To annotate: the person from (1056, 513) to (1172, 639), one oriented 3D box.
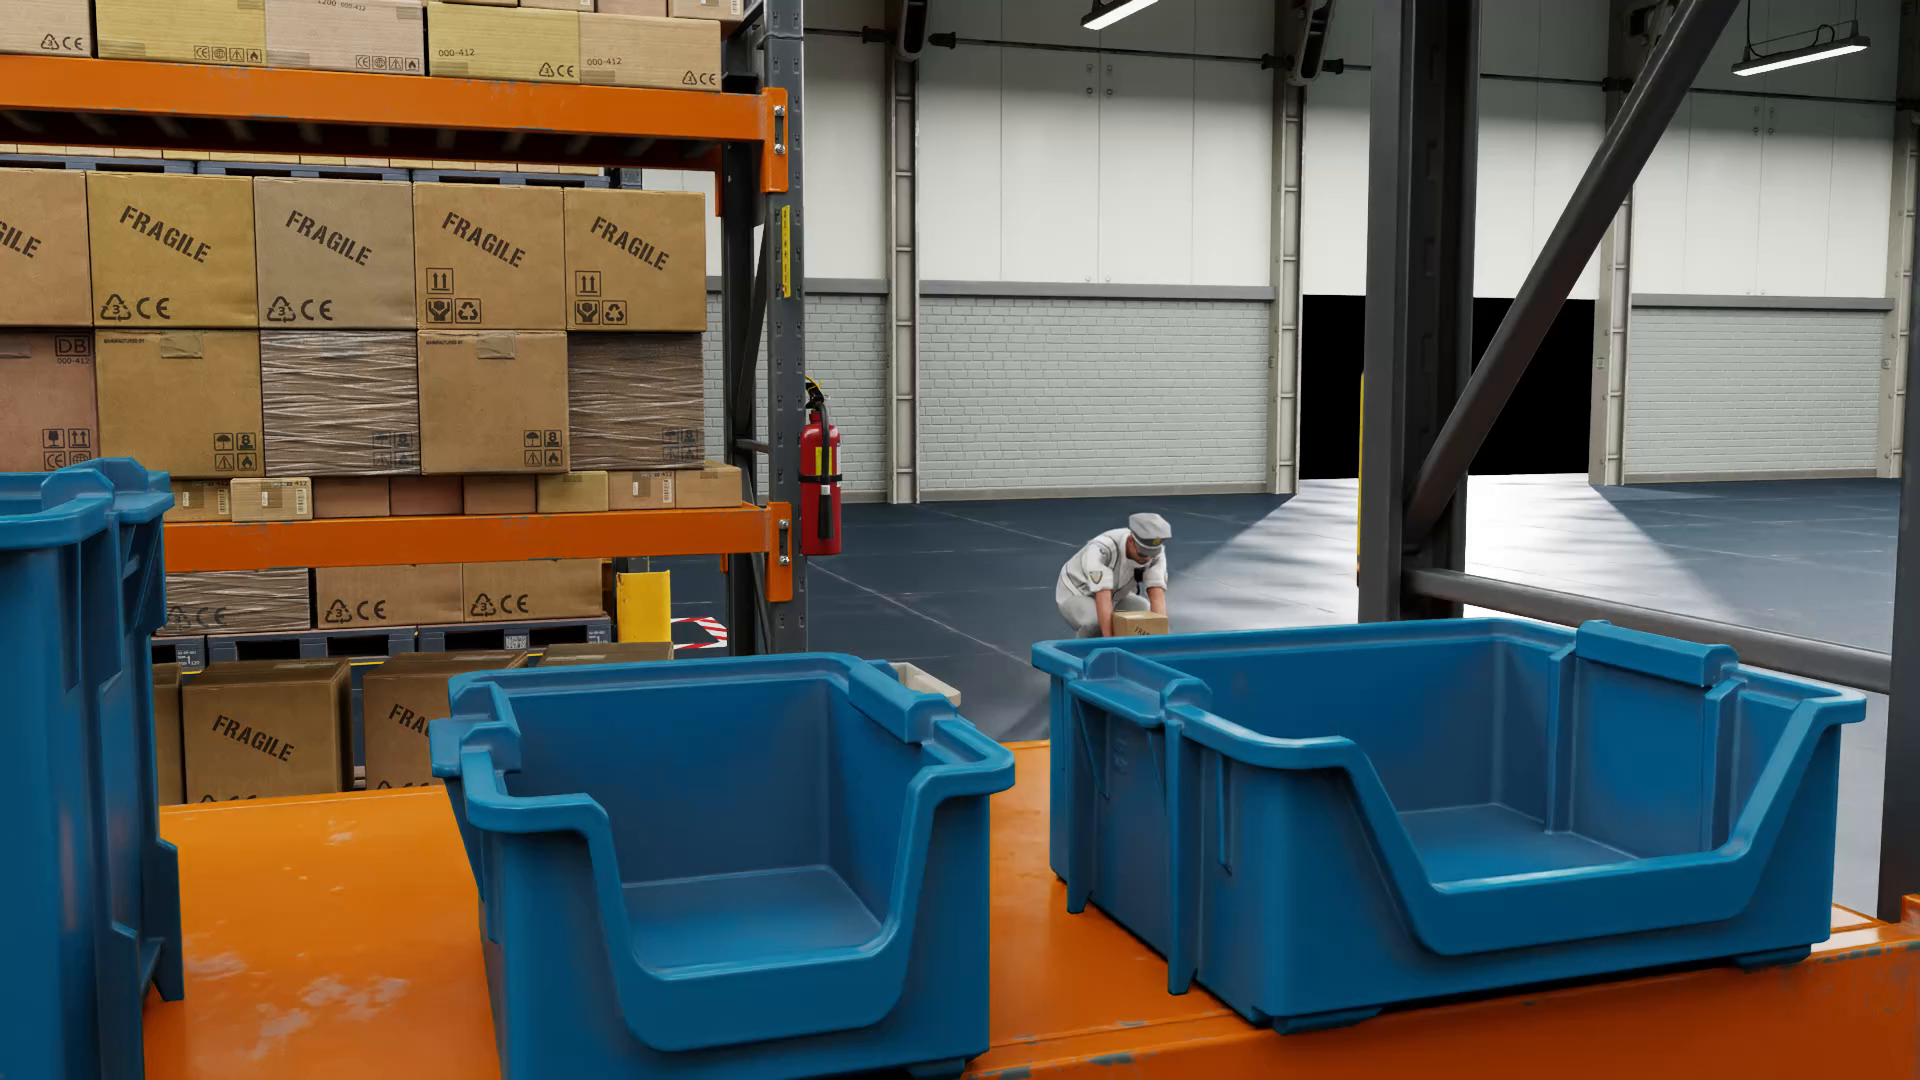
[{"bbox_3d":[0.906,0.333,9.689,0.526,1.025,0.919,-2,6,-20],"label":"person"}]
